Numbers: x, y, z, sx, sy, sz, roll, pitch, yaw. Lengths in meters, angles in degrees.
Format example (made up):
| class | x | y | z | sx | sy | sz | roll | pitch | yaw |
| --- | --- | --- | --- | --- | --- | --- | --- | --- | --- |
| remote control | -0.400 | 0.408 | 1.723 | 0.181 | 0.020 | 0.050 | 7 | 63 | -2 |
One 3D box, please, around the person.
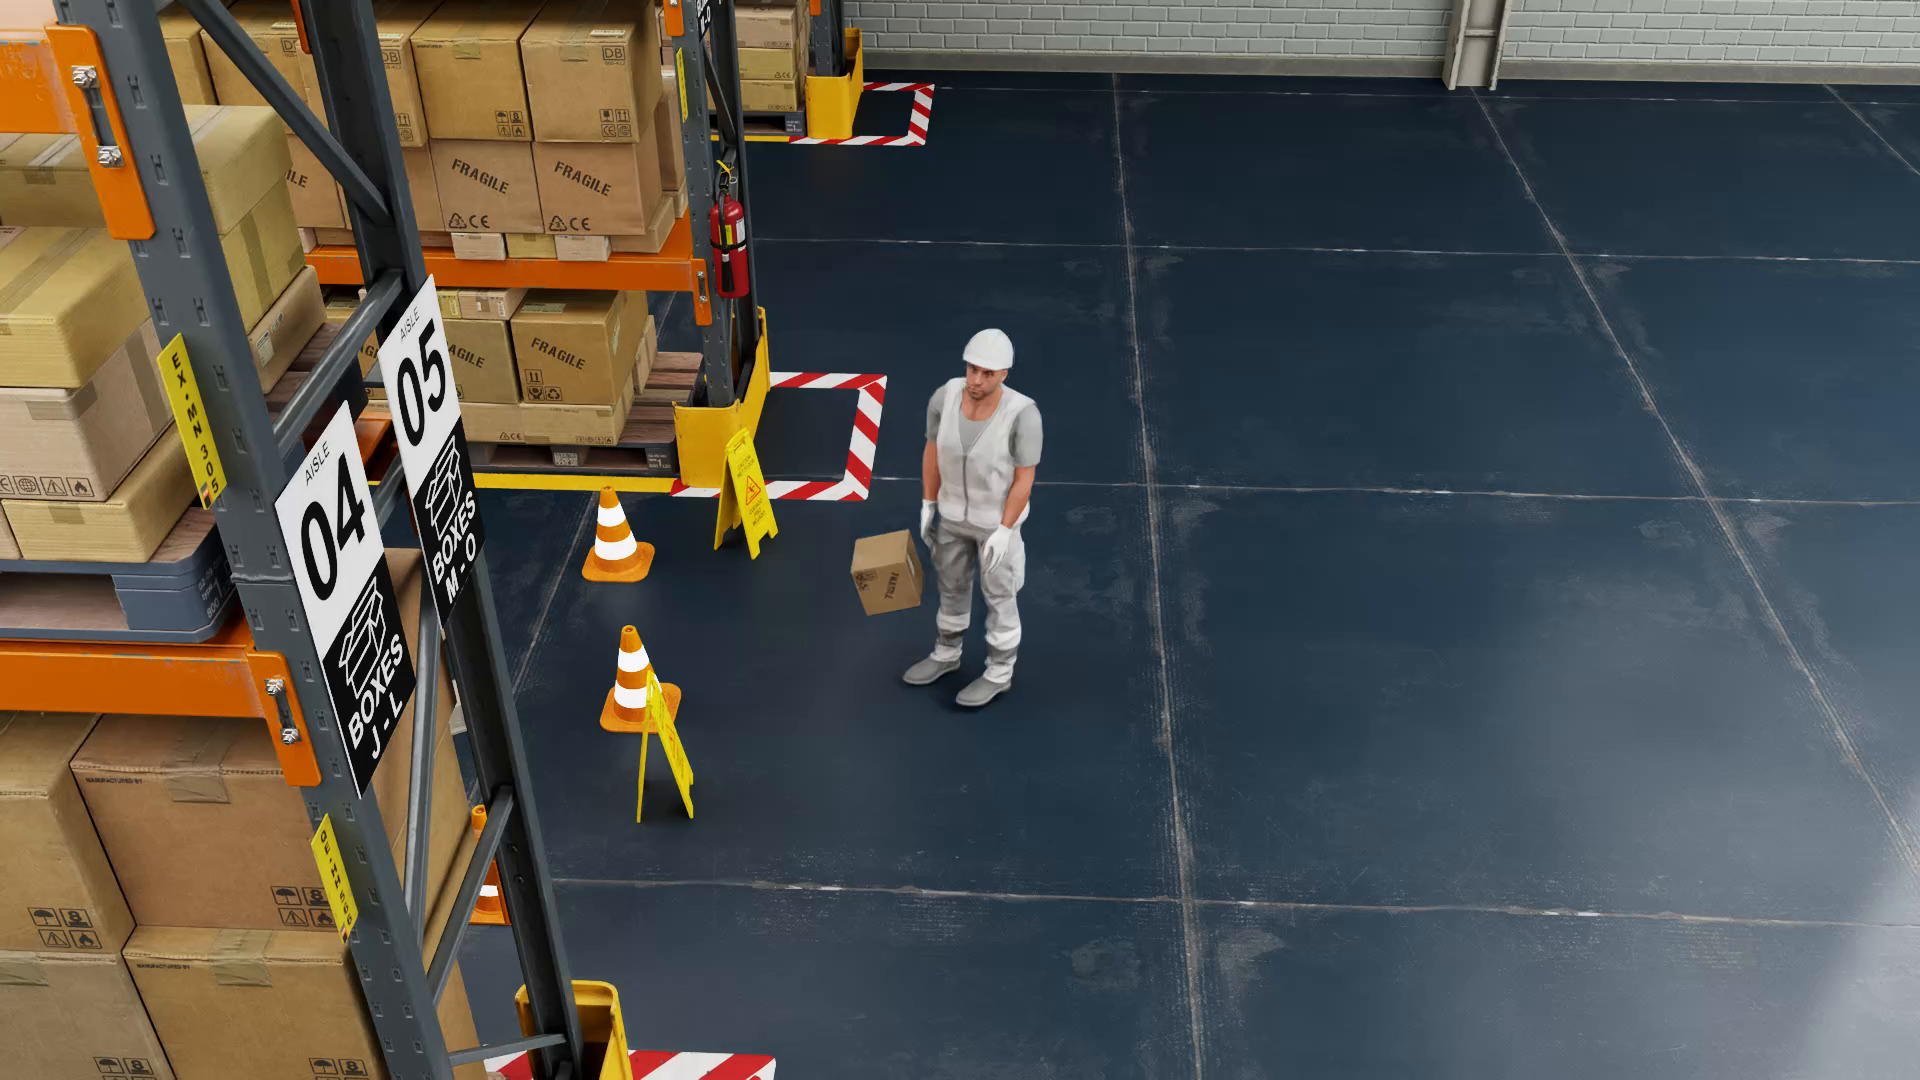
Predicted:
| class | x | y | z | sx | sy | sz | roll | pitch | yaw |
| --- | --- | --- | --- | --- | --- | --- | --- | --- | --- |
| person | 0.043 | -0.077 | 7.166 | 0.563 | 1.802 | 0.436 | 17 | 39 | 22 |
